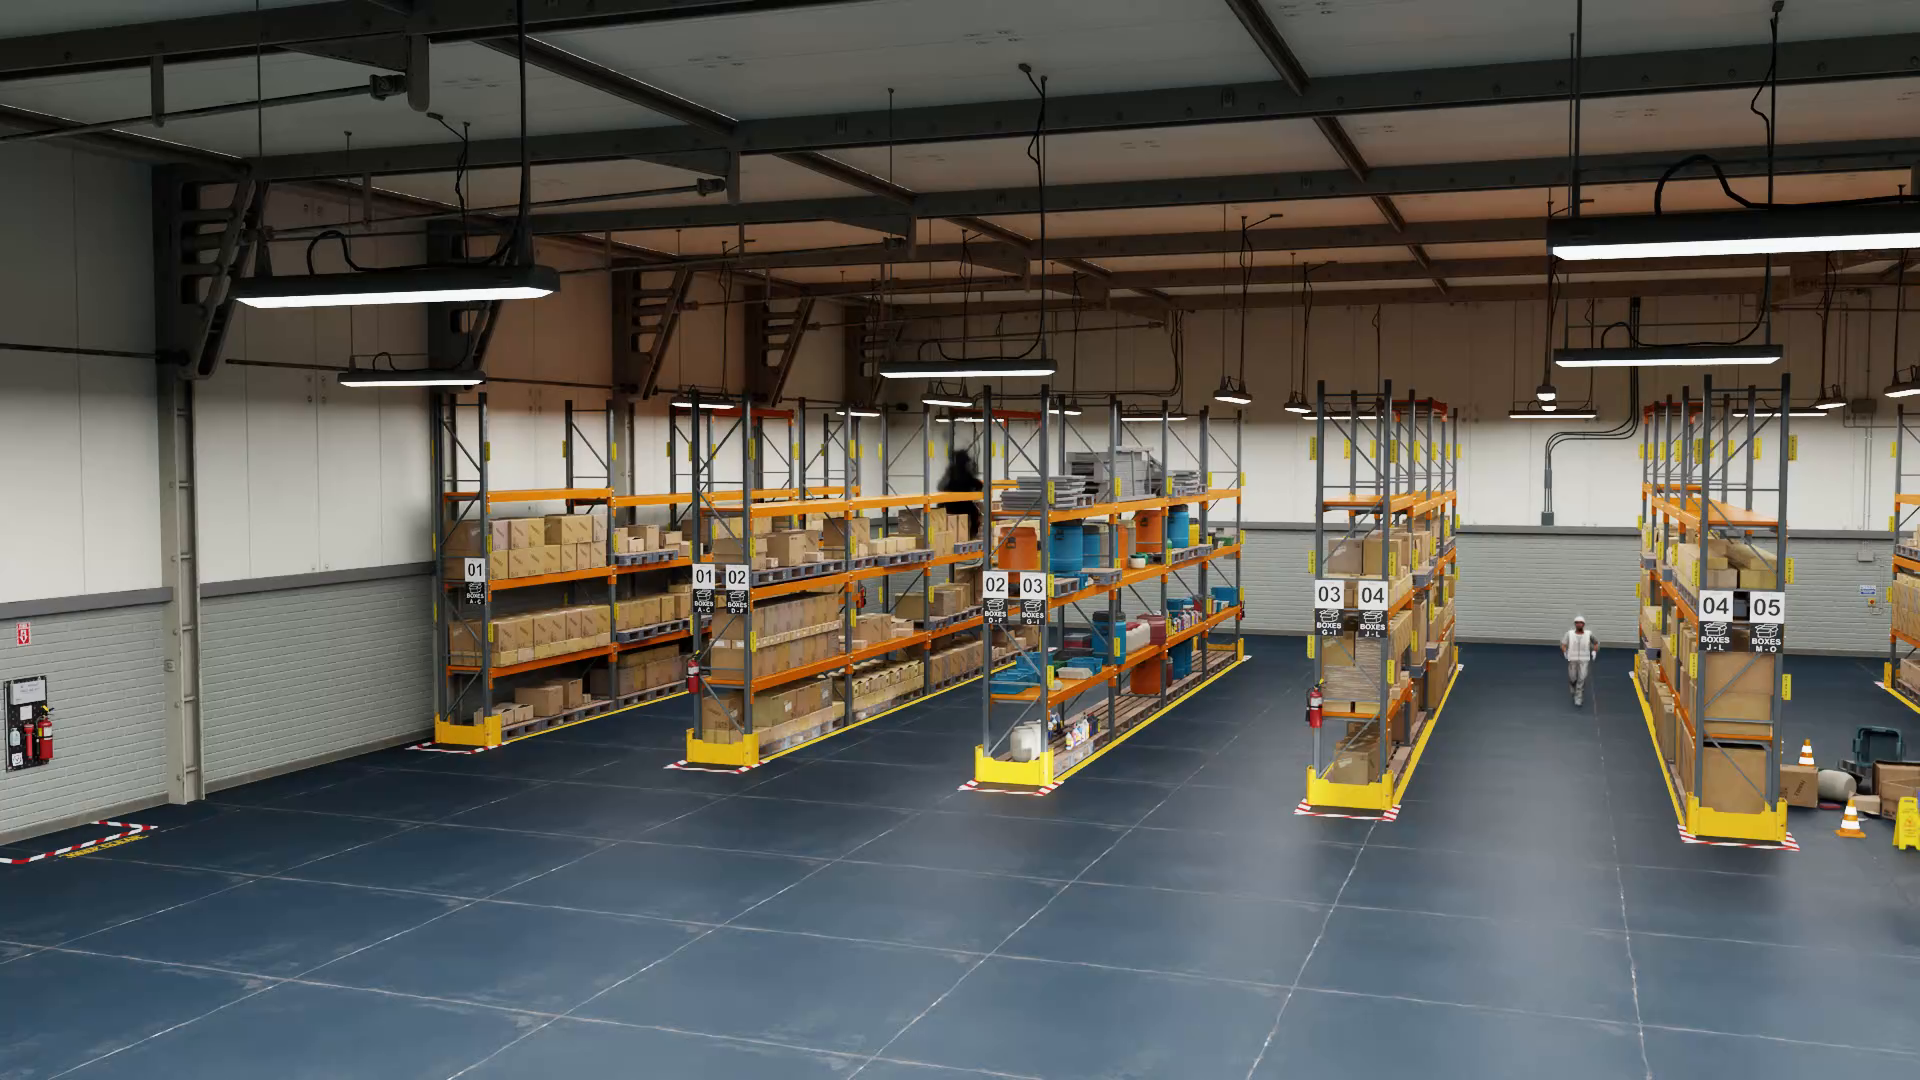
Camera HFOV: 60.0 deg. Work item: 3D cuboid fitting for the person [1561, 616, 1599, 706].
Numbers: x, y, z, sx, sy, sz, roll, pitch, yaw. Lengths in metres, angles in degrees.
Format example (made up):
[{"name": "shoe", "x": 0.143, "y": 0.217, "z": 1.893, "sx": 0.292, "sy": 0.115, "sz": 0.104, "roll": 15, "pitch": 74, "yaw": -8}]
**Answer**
[{"name": "person", "x": 12.274, "y": 2.387, "z": 32.931, "sx": 0.696, "sy": 1.750, "sz": 0.855, "roll": 1, "pitch": 3, "yaw": 21}]
